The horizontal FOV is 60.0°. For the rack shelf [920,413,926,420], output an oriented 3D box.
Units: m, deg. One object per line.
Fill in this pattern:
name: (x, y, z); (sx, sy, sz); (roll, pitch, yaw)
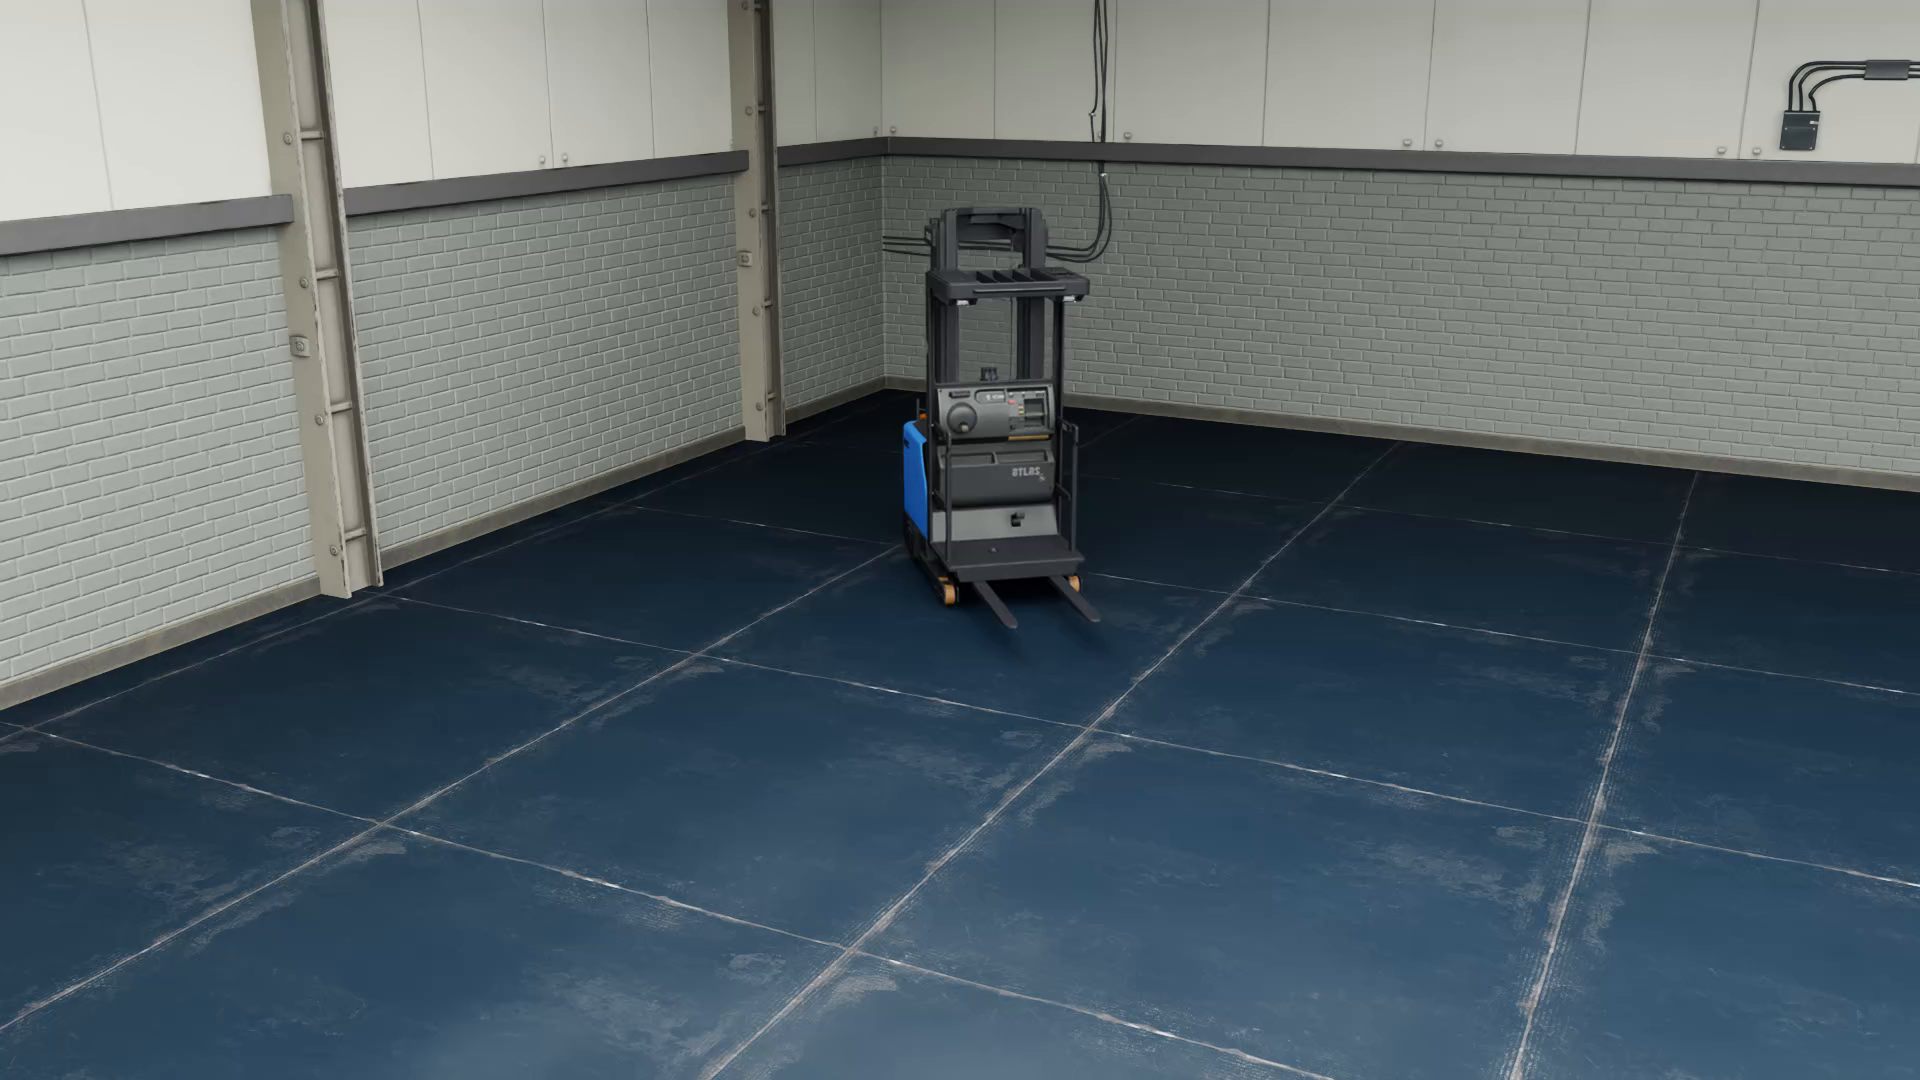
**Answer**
rack shelf: (-0.120, -1.056, 14.594); (0.258, 0.148, 0.480); (14, 22, 39)

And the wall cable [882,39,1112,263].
wall cable: (0.343, -4.547, 19.484); (3.097, 2.526, 0.112); (8, 18, 25)

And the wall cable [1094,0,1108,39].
wall cable: (2.763, -6.624, 17.606); (3.097, 2.526, 0.112); (8, 18, 25)

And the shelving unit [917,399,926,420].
shelving unit: (-0.120, -0.680, 14.705); (0.258, 1.200, 0.503); (14, 22, 39)

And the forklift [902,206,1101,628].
forklift: (0.333, -1.019, 12.806); (1.130, 2.935, 3.031); (-4, 17, -12)

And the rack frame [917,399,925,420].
rack frame: (-0.281, -0.628, 14.530); (0.240, 1.200, 0.015); (14, 22, 39)

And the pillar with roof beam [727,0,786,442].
pillar with roof beam: (1.695, -4.906, 15.237); (9.100, 9.000, 0.400); (8, 18, 25)

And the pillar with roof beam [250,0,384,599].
pillar with roof beam: (-0.986, -3.378, 10.092); (9.100, 9.000, 0.400); (8, 18, 25)

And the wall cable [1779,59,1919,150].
wall cable: (8.829, -6.454, 14.477); (2.305, 6.003, 0.169); (8, 18, 25)
